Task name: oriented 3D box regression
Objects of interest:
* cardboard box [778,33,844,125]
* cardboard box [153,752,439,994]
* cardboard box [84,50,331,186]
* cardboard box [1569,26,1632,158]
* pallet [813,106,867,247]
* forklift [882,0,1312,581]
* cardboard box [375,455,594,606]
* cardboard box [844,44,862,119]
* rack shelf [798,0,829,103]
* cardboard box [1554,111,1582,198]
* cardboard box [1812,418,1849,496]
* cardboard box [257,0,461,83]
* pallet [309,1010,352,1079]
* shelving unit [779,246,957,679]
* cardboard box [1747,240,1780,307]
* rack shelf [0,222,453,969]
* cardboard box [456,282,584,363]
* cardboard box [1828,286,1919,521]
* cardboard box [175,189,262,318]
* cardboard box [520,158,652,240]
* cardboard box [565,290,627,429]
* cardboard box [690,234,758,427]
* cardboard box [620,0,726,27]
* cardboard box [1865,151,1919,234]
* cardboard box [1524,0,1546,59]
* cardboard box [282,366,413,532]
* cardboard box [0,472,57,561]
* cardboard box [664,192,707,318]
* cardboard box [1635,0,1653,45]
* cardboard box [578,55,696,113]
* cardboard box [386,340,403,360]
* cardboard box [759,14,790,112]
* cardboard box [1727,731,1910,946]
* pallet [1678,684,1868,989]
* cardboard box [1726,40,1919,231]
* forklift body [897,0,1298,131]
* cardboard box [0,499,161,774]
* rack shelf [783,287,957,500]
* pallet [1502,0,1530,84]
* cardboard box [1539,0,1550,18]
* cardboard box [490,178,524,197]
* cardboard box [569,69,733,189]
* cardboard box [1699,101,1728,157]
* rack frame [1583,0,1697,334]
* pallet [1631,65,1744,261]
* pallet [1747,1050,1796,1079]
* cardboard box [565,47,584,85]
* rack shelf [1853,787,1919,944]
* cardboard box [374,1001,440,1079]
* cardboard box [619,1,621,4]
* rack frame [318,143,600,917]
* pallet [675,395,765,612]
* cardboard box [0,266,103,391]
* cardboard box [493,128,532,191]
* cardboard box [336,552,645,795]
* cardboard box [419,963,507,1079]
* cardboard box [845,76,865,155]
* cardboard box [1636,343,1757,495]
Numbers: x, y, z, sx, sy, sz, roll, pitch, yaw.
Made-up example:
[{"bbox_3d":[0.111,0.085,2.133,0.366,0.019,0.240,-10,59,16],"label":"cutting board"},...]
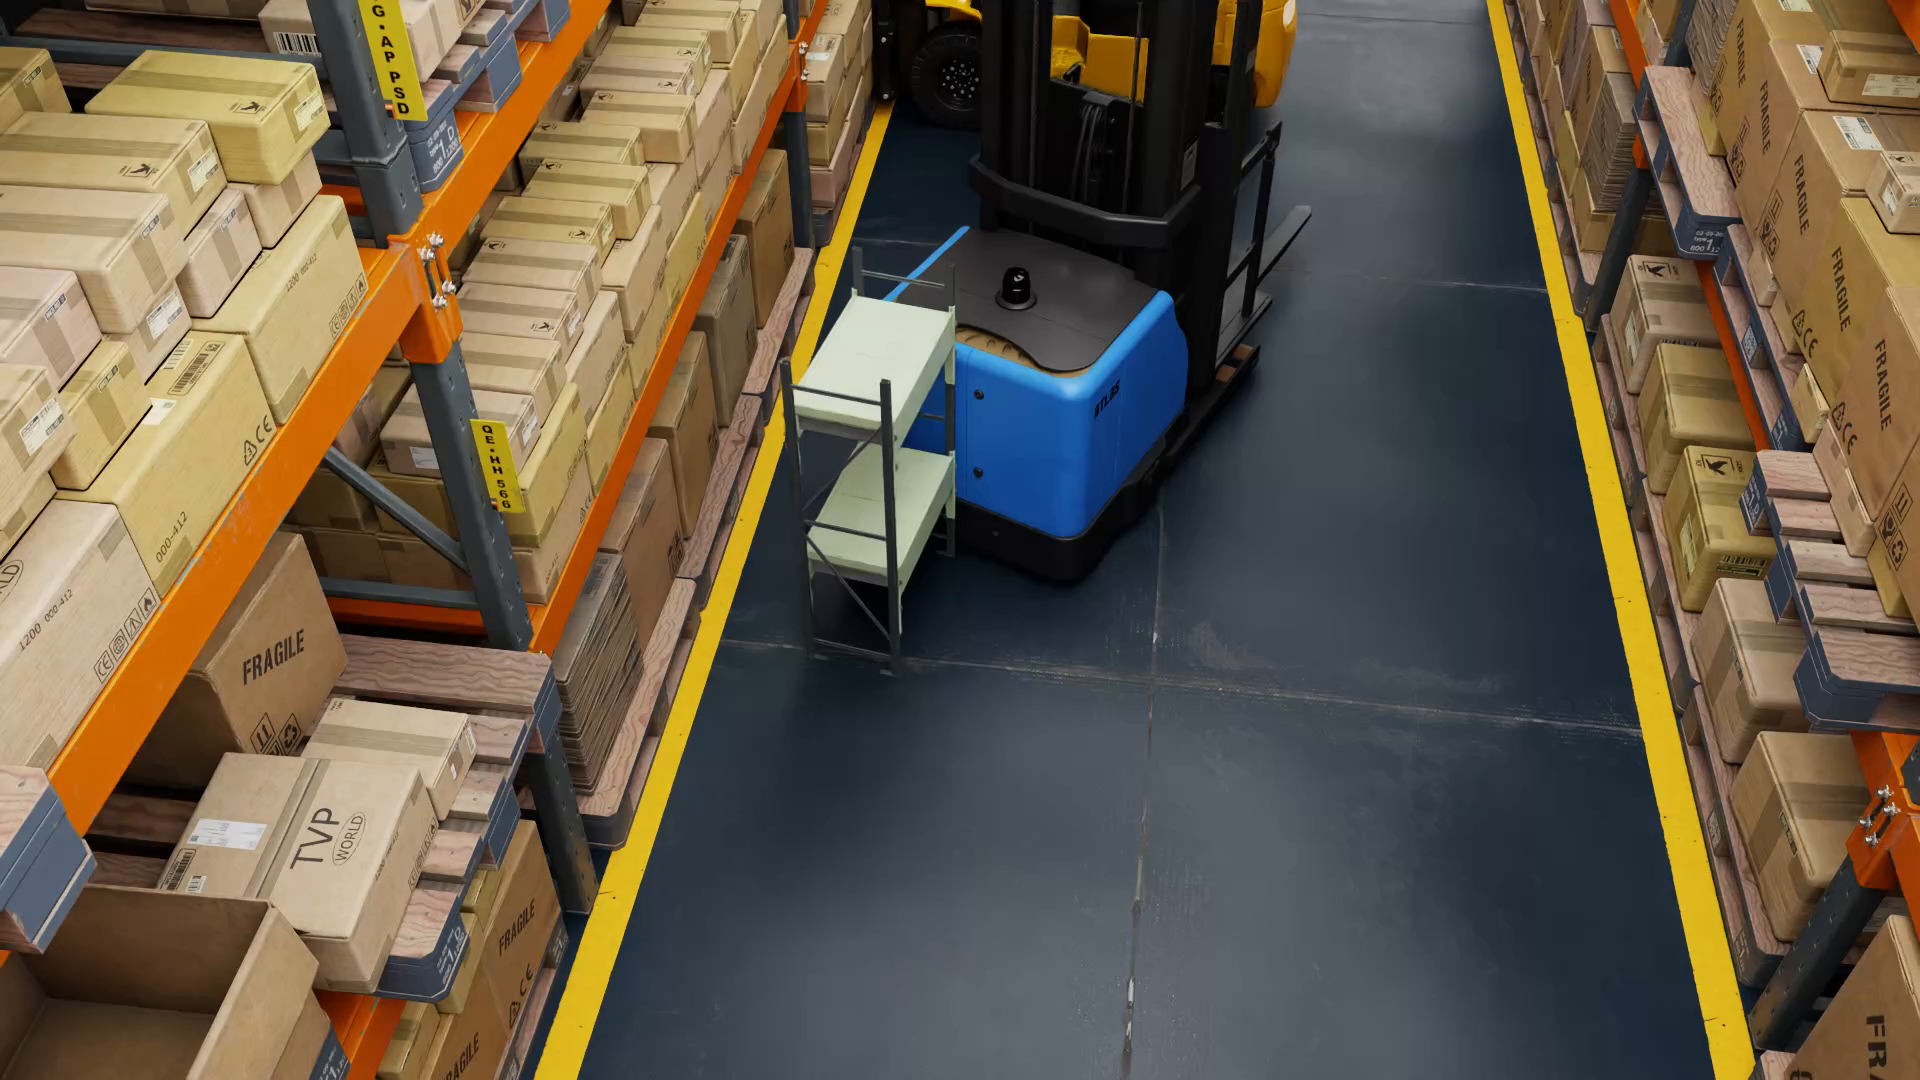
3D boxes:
[{"bbox_3d":[-0.891,-2.393,8.585,0.500,0.250,0.500,5,44,5],"label":"cardboard box"},{"bbox_3d":[-1.613,0.802,4.047,0.500,0.250,0.500,3,44,4],"label":"cardboard box"},{"bbox_3d":[-1.547,-0.875,3.435,0.380,0.149,0.250,7,44,7],"label":"cardboard box"},{"bbox_3d":[3.532,-2.326,8.696,0.500,0.500,0.500,6,44,6],"label":"cardboard box"},{"bbox_3d":[-1.119,-2.100,9.336,1.003,0.211,1.213,5,44,6],"label":"pallet"},{"bbox_3d":[0.800,-1.888,7.135,1.130,2.935,3.031,22,48,22],"label":"forklift"},{"bbox_3d":[-1.494,-0.074,5.278,0.500,0.250,0.500,5,44,6],"label":"cardboard box"},{"bbox_3d":[-0.831,-2.555,9.120,0.500,0.250,0.500,5,44,5],"label":"cardboard box"},{"bbox_3d":[-1.002,-3.676,9.496,1.077,0.370,4.000,5,44,6],"label":"rack shelf"},{"bbox_3d":[3.527,-2.071,8.972,0.500,0.250,0.500,4,44,4],"label":"cardboard box"},{"bbox_3d":[2.930,-0.242,5.223,0.380,0.149,0.250,3,44,4],"label":"cardboard box"},{"bbox_3d":[-1.448,-1.251,4.022,0.380,0.166,0.250,5,44,5],"label":"cardboard box"},{"bbox_3d":[-2.047,1.547,3.596,1.003,0.211,1.213,5,44,6],"label":"pallet"},{"bbox_3d":[-0.321,-0.274,6.471,0.431,1.500,0.755,12,45,12],"label":"shelving unit"},{"bbox_3d":[3.068,-0.953,5.975,0.380,0.149,0.250,7,44,7],"label":"cardboard box"},{"bbox_3d":[-2.059,0.687,2.707,1.077,0.370,4.000,5,44,6],"label":"rack shelf"},{"bbox_3d":[-1.418,-0.670,5.254,0.380,0.149,0.250,6,44,7],"label":"cardboard box"},{"bbox_3d":[2.968,-0.385,4.902,0.500,0.500,0.500,5,44,5],"label":"cardboard box"},{"bbox_3d":[-1.657,-0.589,3.350,0.380,0.149,0.250,4,44,5],"label":"cardboard box"},{"bbox_3d":[-1.301,-1.191,5.804,0.380,0.149,0.250,6,44,6],"label":"cardboard box"},{"bbox_3d":[-1.427,-0.597,5.466,0.500,0.250,0.500,7,44,7],"label":"cardboard box"},{"bbox_3d":[-1.434,-0.980,7.547,0.875,0.625,0.625,5,44,5],"label":"cardboard box"},{"bbox_3d":[-1.192,-2.254,6.926,0.380,0.149,0.250,5,44,5],"label":"cardboard box"},{"bbox_3d":[3.062,-1.073,5.157,0.380,0.149,0.250,3,44,4],"label":"cardboard box"},{"bbox_3d":[3.728,-3.134,10.095,0.500,0.250,0.500,7,44,7],"label":"cardboard box"},{"bbox_3d":[-2.011,-0.307,5.160,0.500,0.250,0.500,6,44,6],"label":"cardboard box"},{"bbox_3d":[-1.789,-0.074,2.806,0.380,0.149,0.250,6,44,6],"label":"cardboard box"},{"bbox_3d":[-1.291,-1.121,6.384,0.500,0.250,0.500,7,44,7],"label":"cardboard box"},{"bbox_3d":[3.421,-2.452,7.863,0.380,0.149,0.250,6,44,6],"label":"cardboard box"},{"bbox_3d":[-1.231,-1.720,6.362,0.380,0.149,0.250,6,44,6],"label":"cardboard box"},{"bbox_3d":[-1.934,-0.720,5.306,0.380,0.149,0.250,5,44,5],"label":"cardboard box"},{"bbox_3d":[-1.073,-2.153,7.473,0.500,0.250,0.500,6,44,6],"label":"cardboard box"},{"bbox_3d":[3.210,1.018,5.621,0.950,0.372,0.625,3,43,3],"label":"cardboard box"},{"bbox_3d":[3.231,1.081,5.977,1.003,0.211,1.213,5,44,6],"label":"pallet"},{"bbox_3d":[3.164,-1.452,6.029,0.500,0.500,0.500,5,44,5],"label":"cardboard box"},{"bbox_3d":[0.820,-3.534,9.440,2.313,2.155,1.214,5,44,6],"label":"forklift body"},{"bbox_3d":[-1.754,0.173,2.836,0.500,0.250,0.500,5,44,6],"label":"cardboard box"},{"bbox_3d":[-0.321,-0.557,6.202,0.431,0.370,0.720,12,45,12],"label":"rack shelf"},{"bbox_3d":[4.031,-3.237,10.537,1.003,0.211,1.213,5,44,6],"label":"pallet"},{"bbox_3d":[3.735,-3.380,9.810,0.500,0.500,0.500,4,44,4],"label":"cardboard box"},{"bbox_3d":[-1.802,-1.339,6.250,0.500,0.250,0.500,4,44,5],"label":"cardboard box"},{"bbox_3d":[-1.212,-1.644,6.573,0.500,0.250,0.500,6,44,6],"label":"cardboard box"},{"bbox_3d":[3.227,-1.670,6.731,0.380,0.149,0.250,6,44,6],"label":"cardboard box"},{"bbox_3d":[3.655,-2.126,7.335,1.000,3.000,0.127,5,44,6],"label":"rack frame"},{"bbox_3d":[3.409,-1.548,6.865,1.003,0.211,1.213,5,44,6],"label":"pallet"},{"bbox_3d":[2.947,2.143,4.855,1.003,0.211,1.213,5,44,6],"label":"pallet"},{"bbox_3d":[-1.718,-1.935,6.589,0.380,0.149,0.250,5,44,5],"label":"cardboard box"},{"bbox_3d":[2.861,2.225,3.264,1.077,0.370,4.000,5,44,6],"label":"rack shelf"},{"bbox_3d":[-1.693,1.395,4.658,0.380,0.149,0.250,4,44,4],"label":"cardboard box"},{"bbox_3d":[-1.587,-2.379,7.348,0.500,0.250,0.500,5,44,5],"label":"cardboard box"},{"bbox_3d":[-1.795,0.152,4.930,1.000,3.000,0.127,5,44,6],"label":"rack frame"},{"bbox_3d":[-1.484,-0.222,7.353,1.003,0.211,1.213,5,44,6],"label":"pallet"},{"bbox_3d":[-1.747,-0.350,2.881,0.380,0.149,0.250,5,44,5],"label":"cardboard box"},{"bbox_3d":[-1.769,-1.408,6.033,0.380,0.149,0.250,6,44,7],"label":"cardboard box"},{"bbox_3d":[-1.699,0.438,6.050,0.875,0.625,0.625,7,44,7],"label":"cardboard box"},{"bbox_3d":[-1.714,1.555,4.961,0.500,0.500,0.500,5,44,5],"label":"cardboard box"},{"bbox_3d":[-0.822,-2.375,9.294,0.500,0.250,0.500,4,44,5],"label":"cardboard box"},{"bbox_3d":[3.496,-0.476,7.199,0.950,0.372,0.625,8,44,8],"label":"cardboard box"}]
